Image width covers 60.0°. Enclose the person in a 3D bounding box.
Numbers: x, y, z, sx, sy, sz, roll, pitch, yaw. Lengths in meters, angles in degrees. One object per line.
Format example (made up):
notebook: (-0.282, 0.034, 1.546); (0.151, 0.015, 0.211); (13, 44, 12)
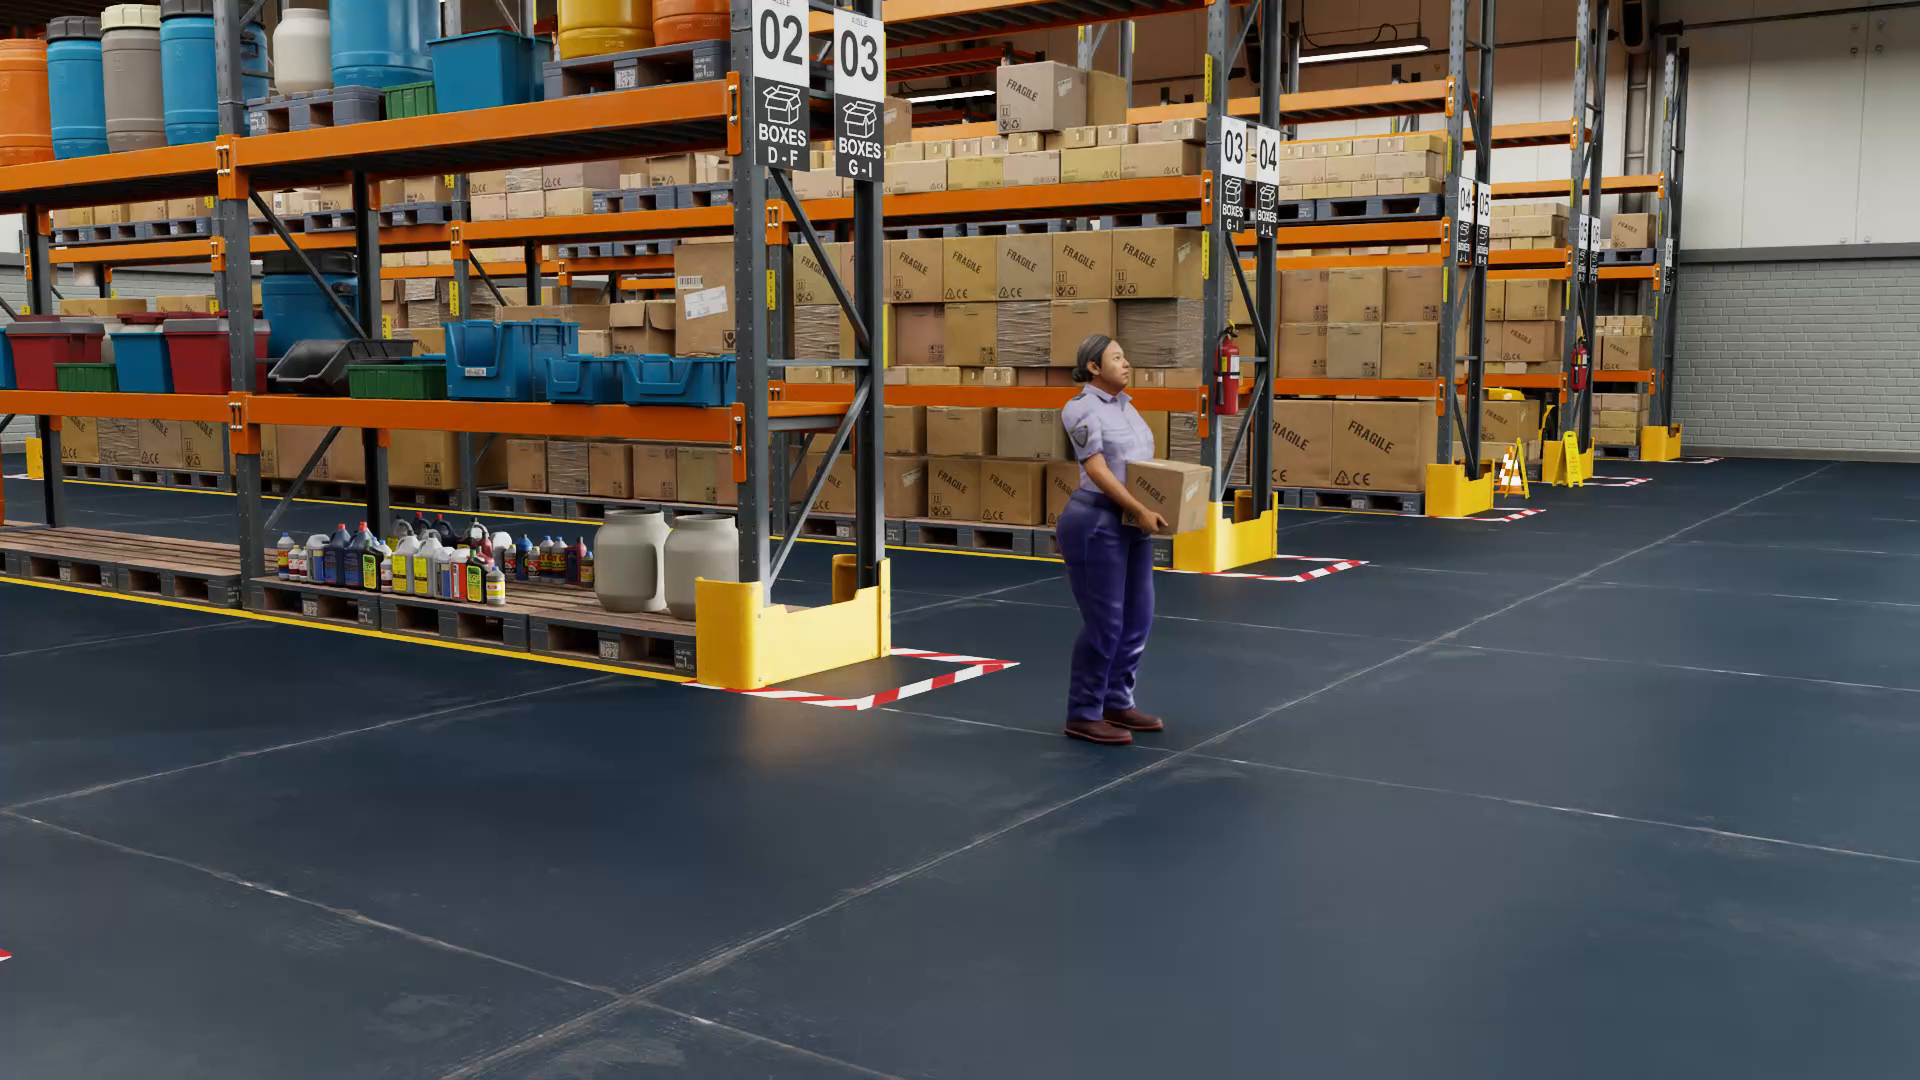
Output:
person: (0.676, -0.013, 6.740); (0.516, 1.634, 0.452); (4, 8, 34)
